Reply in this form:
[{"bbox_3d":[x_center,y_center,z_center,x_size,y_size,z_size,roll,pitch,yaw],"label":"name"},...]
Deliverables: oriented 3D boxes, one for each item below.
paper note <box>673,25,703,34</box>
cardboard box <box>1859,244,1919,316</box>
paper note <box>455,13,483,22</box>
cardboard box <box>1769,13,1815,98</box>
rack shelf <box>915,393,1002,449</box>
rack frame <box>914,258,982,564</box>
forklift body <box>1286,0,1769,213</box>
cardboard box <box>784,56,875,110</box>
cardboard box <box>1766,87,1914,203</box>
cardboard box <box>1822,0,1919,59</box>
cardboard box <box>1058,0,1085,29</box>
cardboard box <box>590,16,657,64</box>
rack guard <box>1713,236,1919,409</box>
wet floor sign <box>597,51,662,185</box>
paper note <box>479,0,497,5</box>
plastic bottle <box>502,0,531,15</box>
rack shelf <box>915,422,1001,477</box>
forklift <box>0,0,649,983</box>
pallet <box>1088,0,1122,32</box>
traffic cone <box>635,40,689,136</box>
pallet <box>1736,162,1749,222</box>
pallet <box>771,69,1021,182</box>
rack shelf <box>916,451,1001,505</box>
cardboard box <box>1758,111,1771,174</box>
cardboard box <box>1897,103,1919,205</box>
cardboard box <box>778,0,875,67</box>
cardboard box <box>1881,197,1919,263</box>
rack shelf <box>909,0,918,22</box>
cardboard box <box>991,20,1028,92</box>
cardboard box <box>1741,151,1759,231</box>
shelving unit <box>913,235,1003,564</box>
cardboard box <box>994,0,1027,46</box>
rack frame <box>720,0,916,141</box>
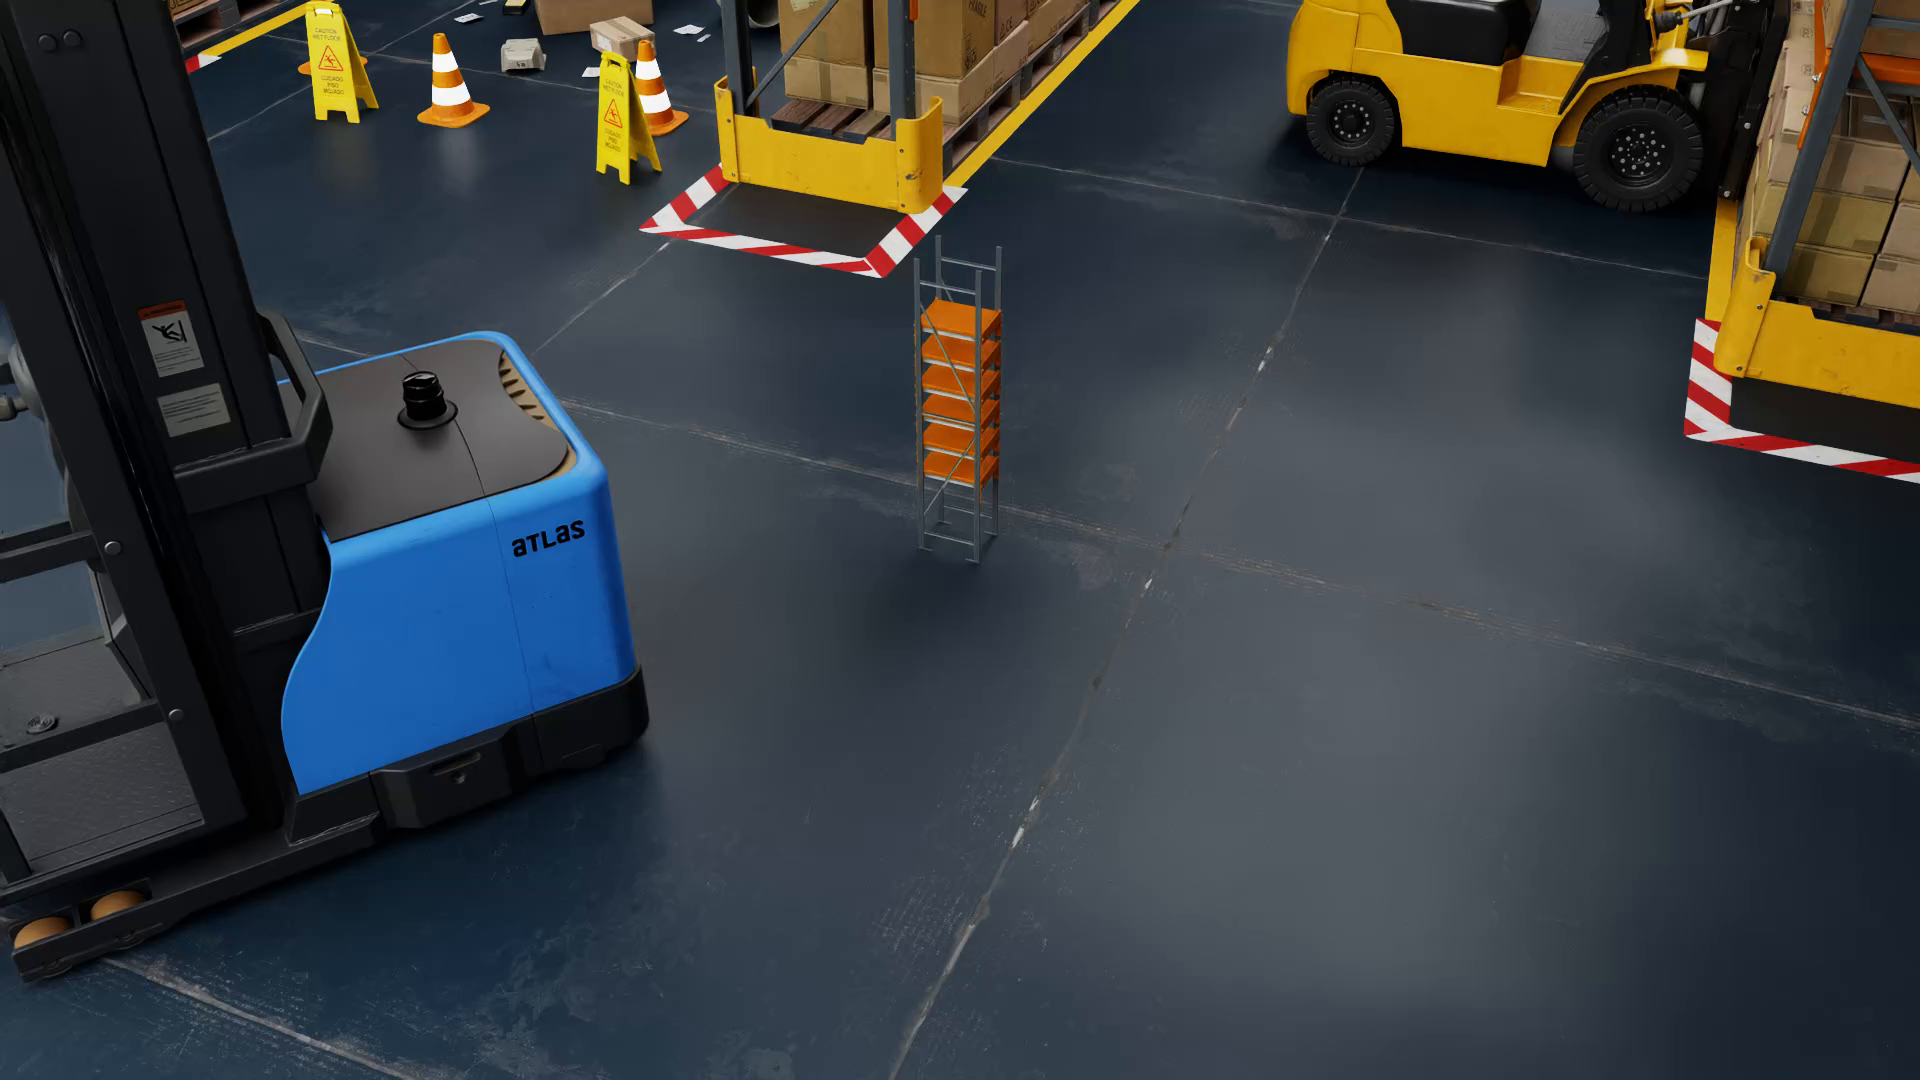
[{"bbox_3d":[-1.724,-3.254,10.588,0.148,0.019,0.142,29,45,33],"label":"paper note"},{"bbox_3d":[4.255,-1.201,7.297,0.500,0.250,0.500,14,39,18],"label":"cardboard box"},{"bbox_3d":[-3.170,-3.375,10.742,0.144,0.017,0.142,29,45,33],"label":"paper note"},{"bbox_3d":[4.145,-2.266,7.887,0.500,0.250,0.500,14,39,18],"label":"cardboard box"},{"bbox_3d":[-0.005,-0.437,5.907,0.258,0.103,0.180,14,39,18],"label":"rack shelf"},{"bbox_3d":[-0.040,-0.422,5.812,0.240,1.200,0.006,14,39,18],"label":"rack frame"},{"bbox_3d":[2.921,-3.032,8.510,2.313,2.155,1.214,14,39,18],"label":"forklift body"},{"bbox_3d":[-0.637,-2.624,9.202,0.500,0.250,0.500,14,39,18],"label":"cardboard box"},{"bbox_3d":[3.774,-1.700,7.130,0.500,0.250,0.500,15,39,19],"label":"cardboard box"},{"bbox_3d":[3.831,-2.279,6.710,0.500,0.500,0.500,13,39,17],"label":"cardboard box"},{"bbox_3d":[0.450,-3.351,10.173,0.500,0.250,0.500,14,39,18],"label":"cardboard box"},{"bbox_3d":[-2.074,-3.079,10.245,0.250,0.149,0.380,-25,43,-29],"label":"cardboard box"},{"bbox_3d":[3.878,-0.892,7.026,1.175,0.500,0.348,14,39,18],"label":"rack guard"},{"bbox_3d":[-1.767,-2.231,8.696,0.267,0.644,0.232,29,45,33],"label":"wet floor sign"},{"bbox_3d":[-3.122,-3.560,11.004,0.123,0.001,0.032,-25,43,-29],"label":"paper note"},{"bbox_3d":[-2.902,-3.522,10.910,0.133,0.061,0.283,1,37,2],"label":"plastic bottle"},{"bbox_3d":[-0.006,-0.341,5.979,0.258,0.103,0.180,14,39,18],"label":"rack shelf"},{"bbox_3d":[-2.534,-0.323,4.234,3.031,2.935,1.130,-19,41,-24],"label":"forklift"},{"bbox_3d":[0.594,-3.753,11.095,1.003,0.211,1.213,14,39,18],"label":"pallet"},{"bbox_3d":[-1.734,-2.551,9.277,0.336,0.463,0.334,14,39,18],"label":"traffic cone"},{"bbox_3d":[4.605,-1.896,8.610,1.003,0.211,1.213,14,39,18],"label":"pallet"},{"bbox_3d":[-0.334,-2.402,9.288,1.003,0.211,1.213,14,39,18],"label":"pallet"},{"bbox_3d":[-0.006,-0.245,6.050,0.258,0.103,0.180,14,39,18],"label":"rack shelf"},{"bbox_3d":[3.984,-1.790,7.667,0.500,0.250,0.500,13,39,17],"label":"cardboard box"},{"bbox_3d":[4.245,-1.597,6.992,0.500,0.250,0.500,13,39,17],"label":"cardboard box"},{"bbox_3d":[-0.641,-2.906,8.951,0.500,0.500,0.500,14,39,18],"label":"cardboard box"},{"bbox_3d":[4.258,-1.387,7.128,0.500,0.250,0.500,15,39,19],"label":"cardboard box"},{"bbox_3d":[0.056,-3.855,9.502,1.077,0.370,4.000,14,39,18],"label":"rack shelf"},{"bbox_3d":[0.059,-2.767,9.392,0.500,0.250,0.500,15,39,19],"label":"cardboard box"},{"bbox_3d":[3.972,-1.579,7.803,0.500,0.250,0.500,14,39,18],"label":"cardboard box"},{"bbox_3d":[-0.005,-0.473,5.880,0.258,1.200,0.189,14,39,18],"label":"shelving unit"},{"bbox_3d":[0.061,-3.090,9.198,0.500,0.500,0.500,12,39,16],"label":"cardboard box"},{"bbox_3d":[-0.705,-3.035,7.806,1.000,3.000,0.127,14,39,18],"label":"rack frame"}]
